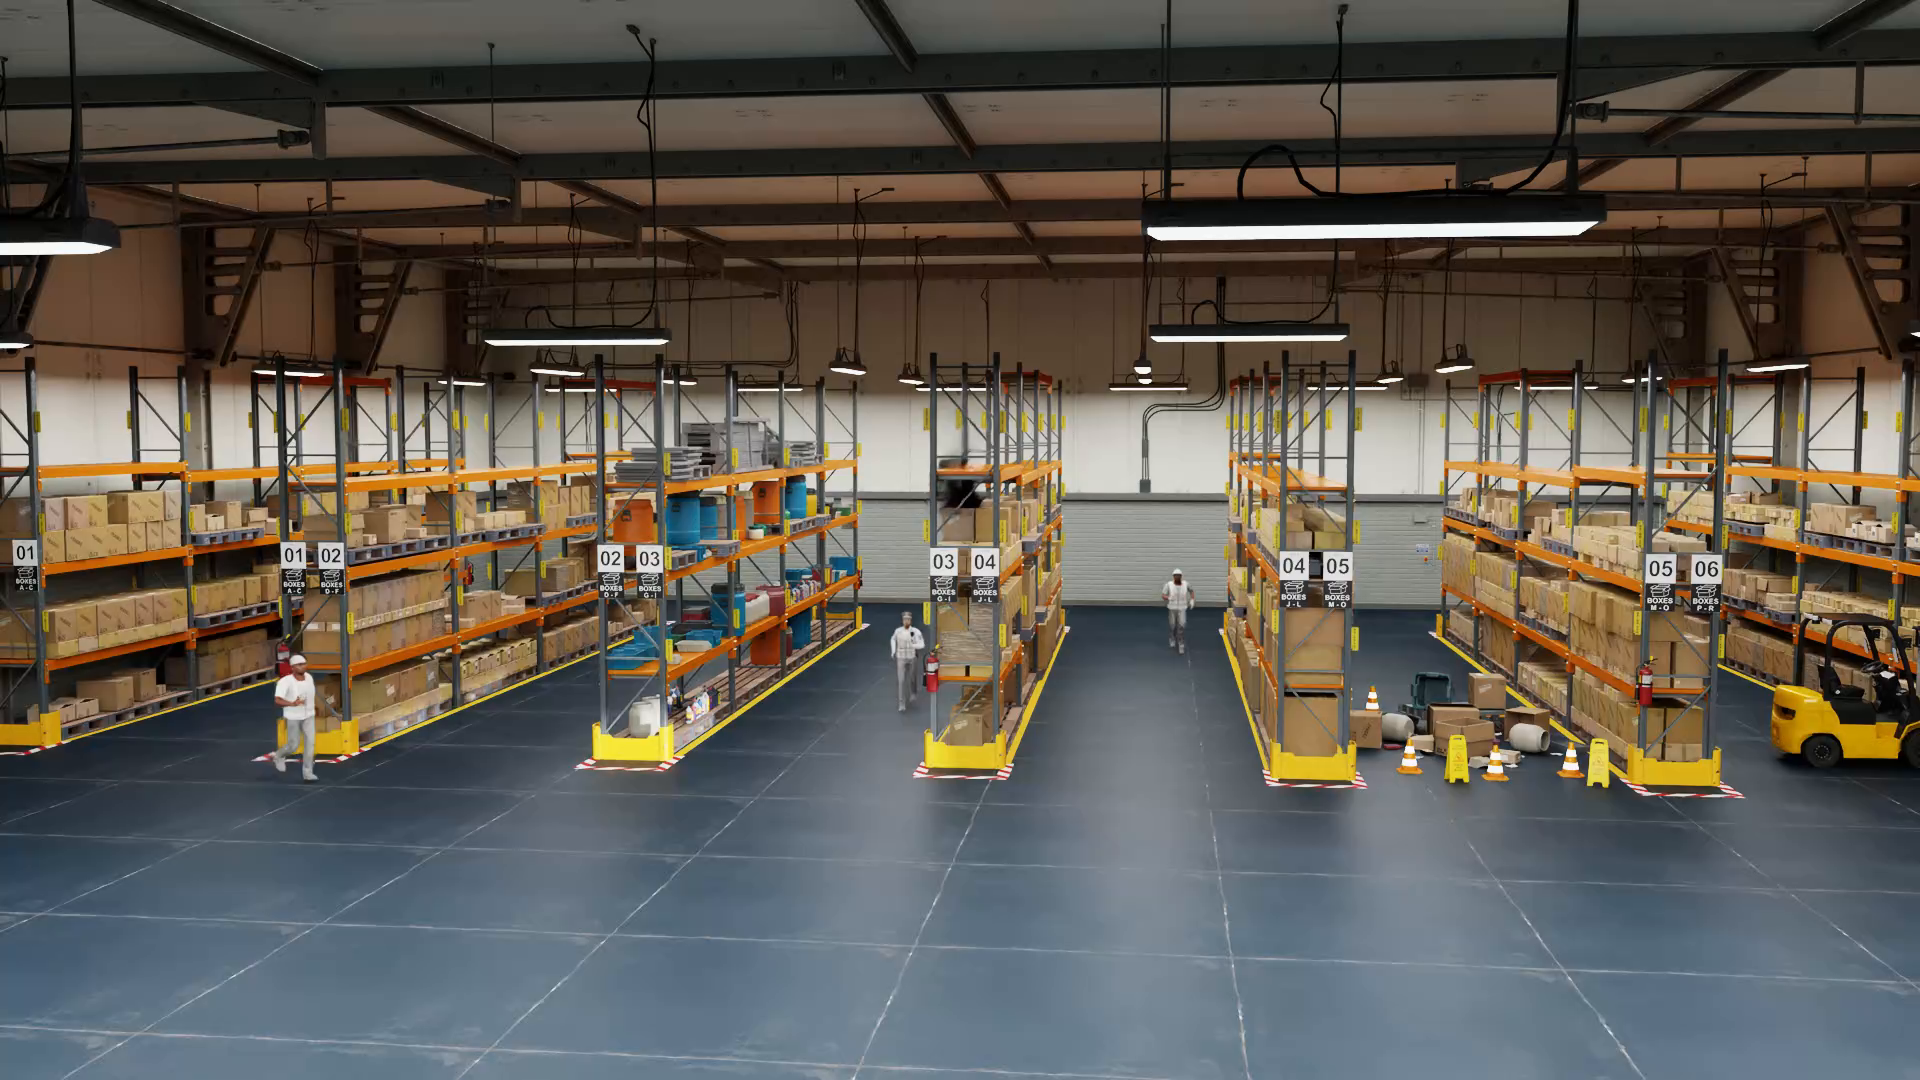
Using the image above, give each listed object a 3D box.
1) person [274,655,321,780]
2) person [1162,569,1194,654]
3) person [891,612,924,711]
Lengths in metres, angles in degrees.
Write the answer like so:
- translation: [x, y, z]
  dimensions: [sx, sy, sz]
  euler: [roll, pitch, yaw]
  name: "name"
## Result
- translation: [-9.268, 2.475, 23.271]
  dimensions: [0.878, 1.745, 0.709]
  euler: [3, 5, 36]
  name: "person"
- translation: [4.753, 1.554, 36.310]
  dimensions: [0.707, 1.859, 0.784]
  euler: [0, 4, 6]
  name: "person"
- translation: [-0.923, 2.088, 29.030]
  dimensions: [0.611, 1.669, 0.921]
  euler: [0, 4, 3]
  name: "person"
